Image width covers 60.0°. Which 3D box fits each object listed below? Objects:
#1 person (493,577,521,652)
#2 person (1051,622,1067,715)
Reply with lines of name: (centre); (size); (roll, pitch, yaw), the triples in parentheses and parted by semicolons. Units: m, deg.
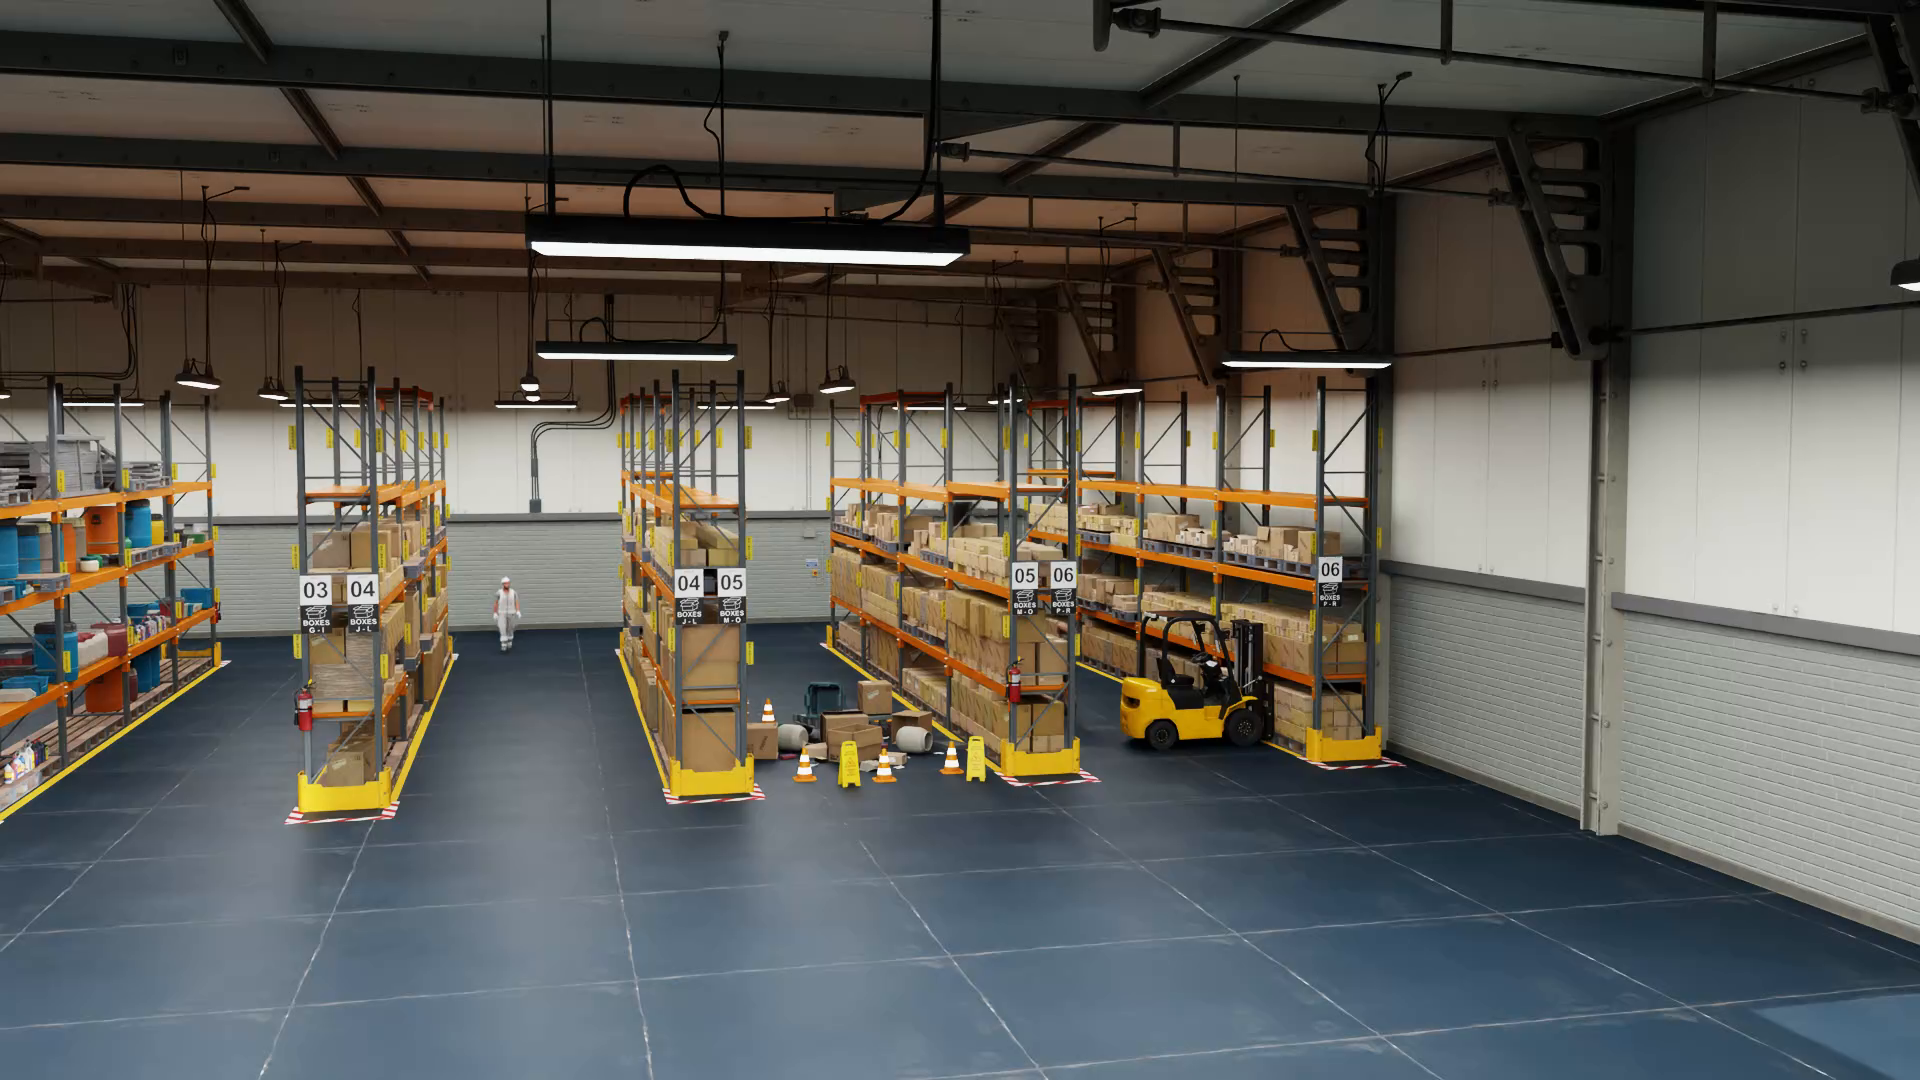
person: (-10.739, 1.757, 39.410); (0.630, 1.733, 1.055); (-1, 4, -15)
person: (1.754, 2.345, 30.094); (0.620, 1.737, 0.504); (-2, 4, -25)
